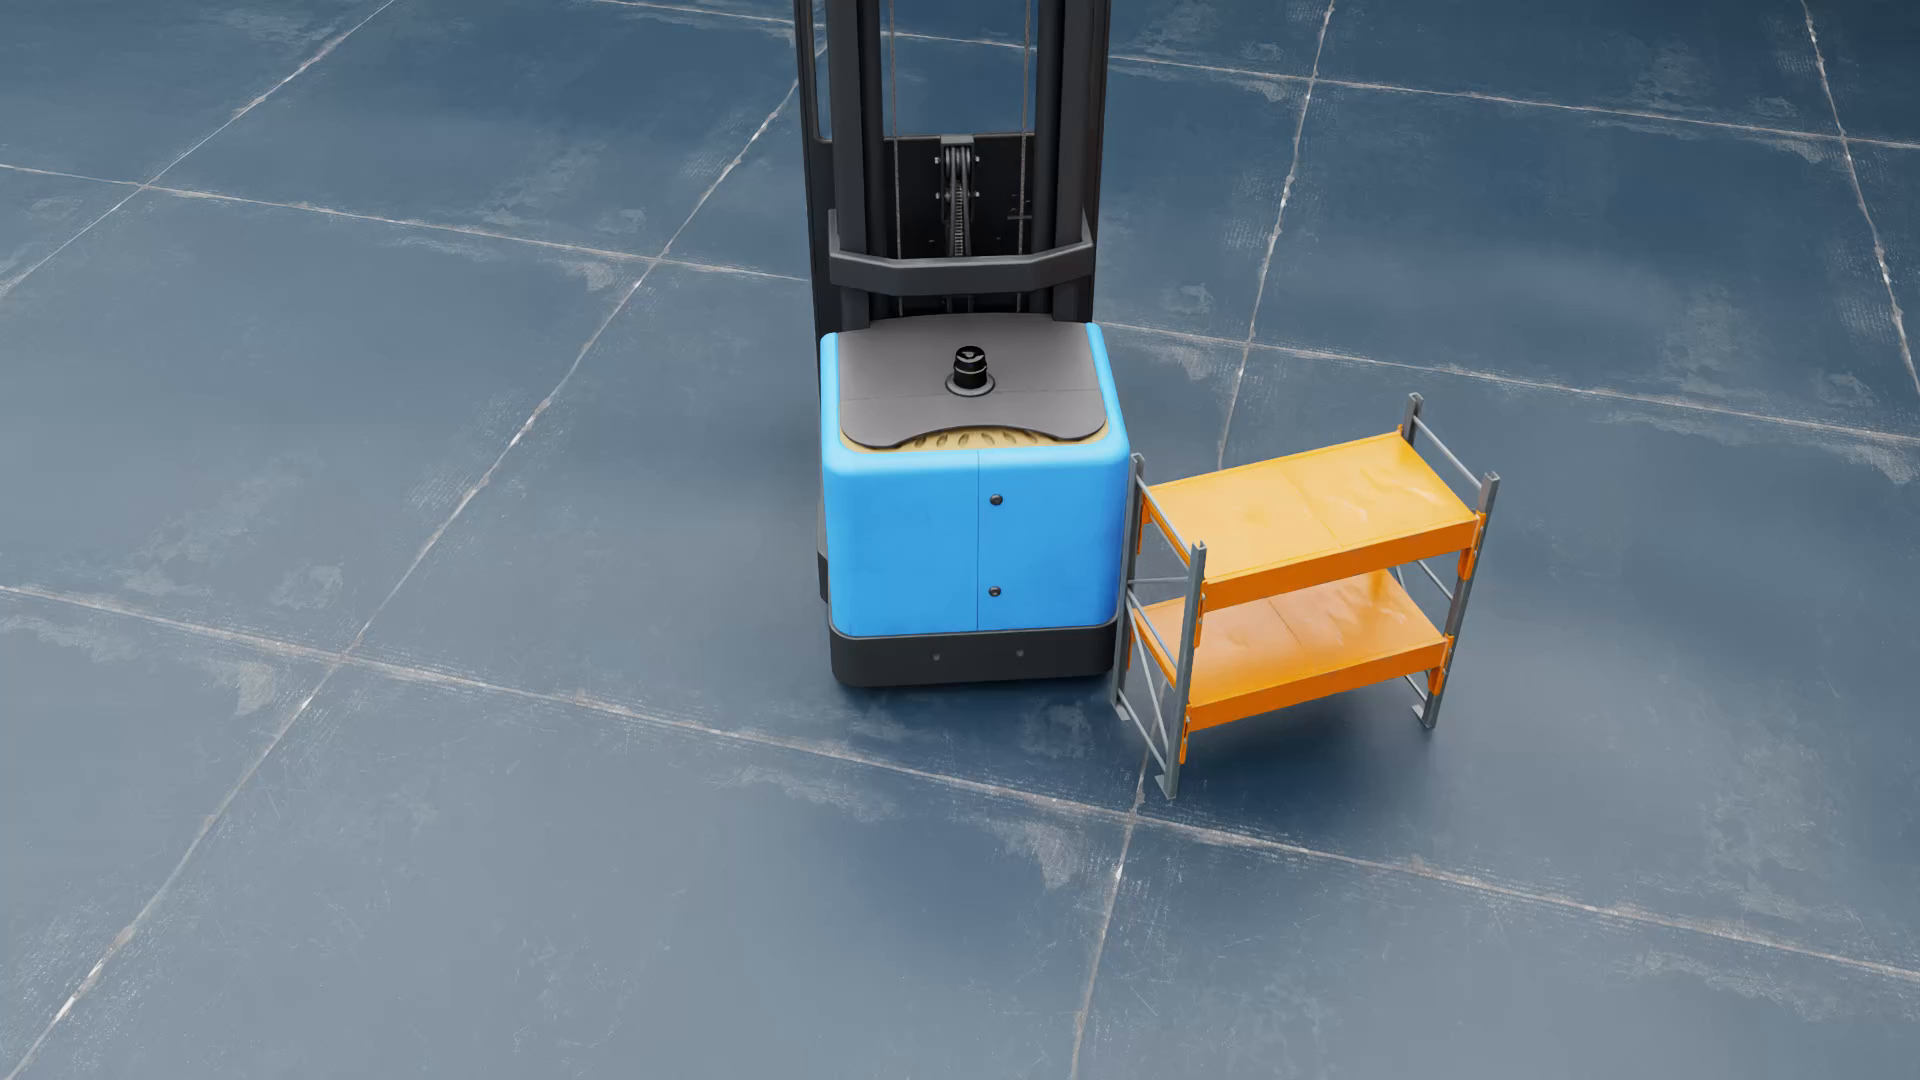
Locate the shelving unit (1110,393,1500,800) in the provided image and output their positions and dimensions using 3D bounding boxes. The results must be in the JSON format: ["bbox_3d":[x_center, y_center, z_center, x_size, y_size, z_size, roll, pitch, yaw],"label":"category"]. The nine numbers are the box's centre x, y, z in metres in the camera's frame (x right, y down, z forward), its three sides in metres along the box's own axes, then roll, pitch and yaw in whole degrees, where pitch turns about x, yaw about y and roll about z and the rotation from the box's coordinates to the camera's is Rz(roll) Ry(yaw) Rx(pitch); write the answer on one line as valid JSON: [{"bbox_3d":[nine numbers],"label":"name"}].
[{"bbox_3d":[1.124,0.198,5.640,1.048,1.125,0.538,-13,42,-15],"label":"shelving unit"}]

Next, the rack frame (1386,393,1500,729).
[{"bbox_3d":[1.604,0.090,5.769,0.032,1.125,0.500,-13,42,-15],"label":"rack frame"}]

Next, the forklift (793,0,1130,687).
[{"bbox_3d":[-0.045,-1.525,6.287,1.130,2.935,3.031,-3,40,-3],"label":"forklift"}]

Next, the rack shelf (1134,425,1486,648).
[{"bbox_3d":[1.124,-0.027,5.452,1.000,0.278,0.538,-13,42,-15],"label":"rack shelf"}]

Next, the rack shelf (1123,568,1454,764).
[{"bbox_3d":[1.124,0.385,5.797,1.000,0.278,0.538,-13,42,-15],"label":"rack shelf"}]

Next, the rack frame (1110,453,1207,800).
[{"bbox_3d":[0.644,0.305,5.512,0.032,1.125,0.500,-13,42,-15],"label":"rack frame"}]
